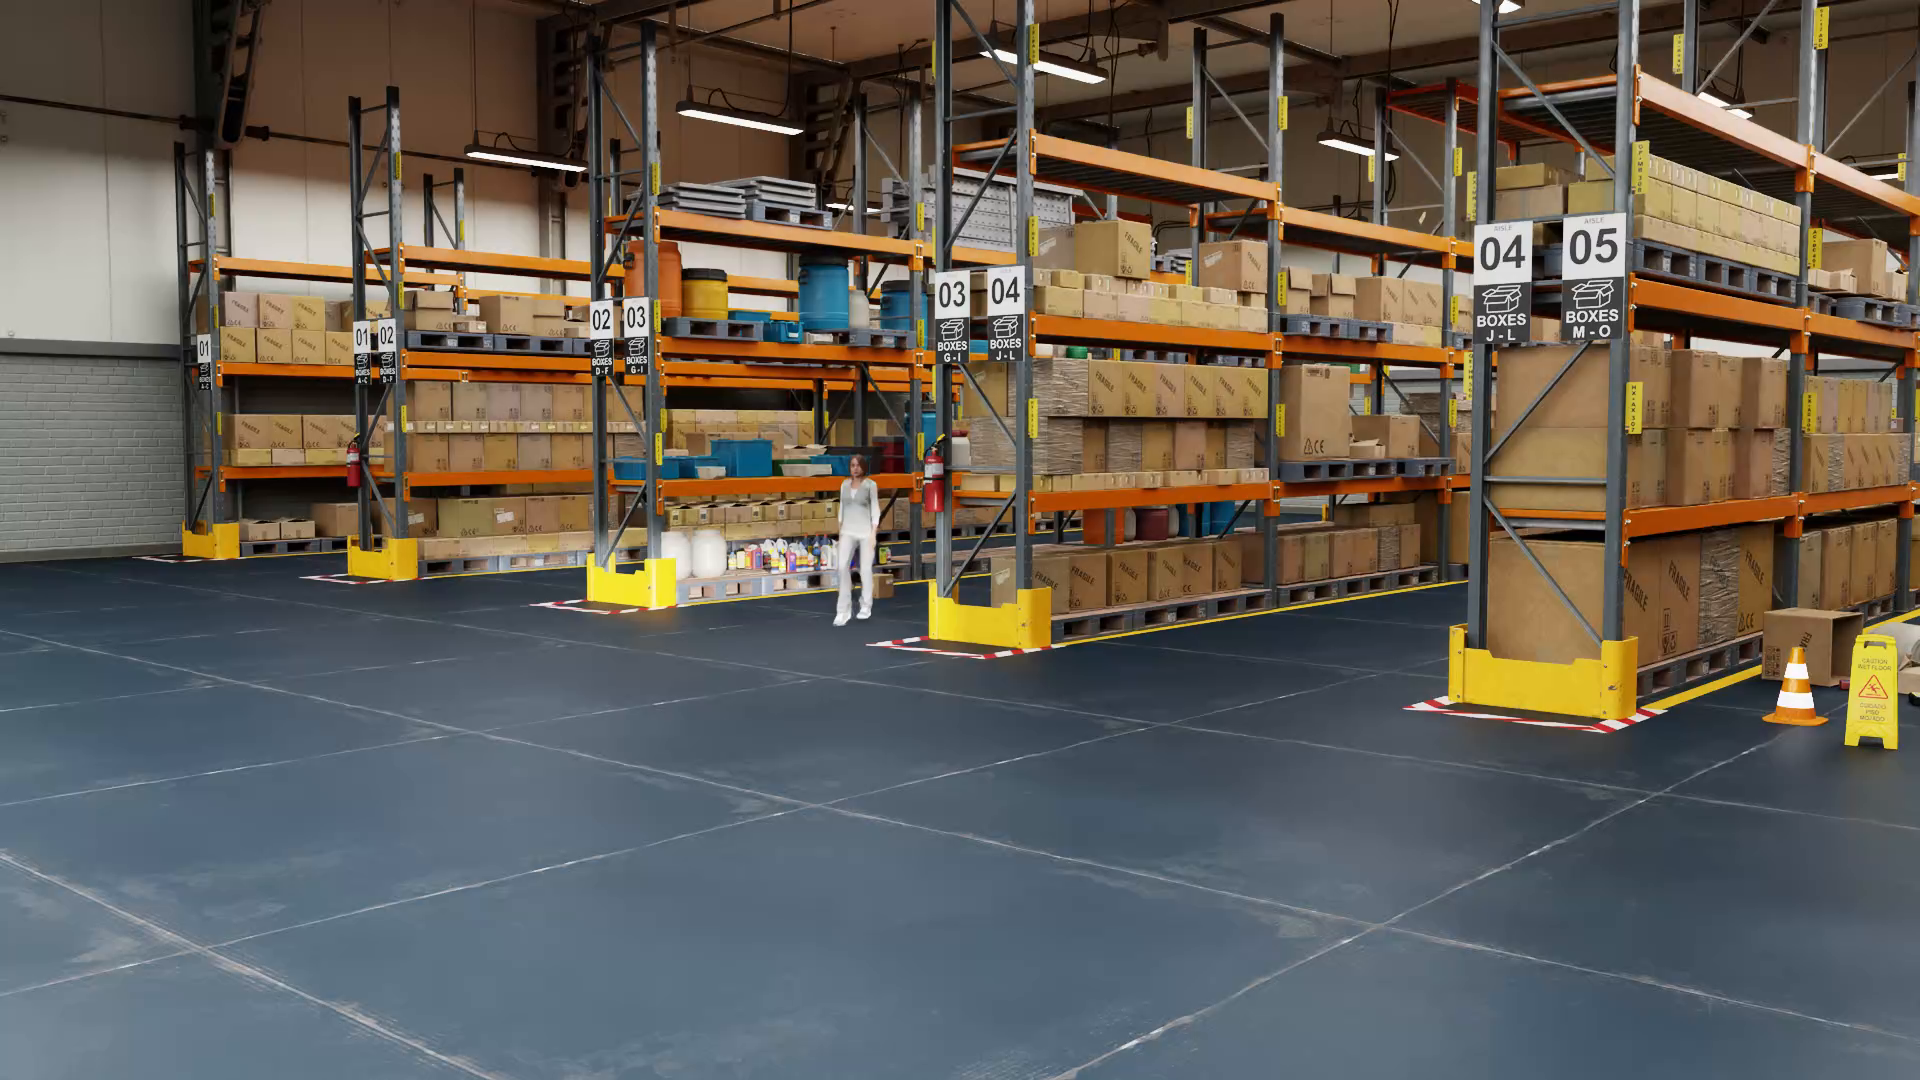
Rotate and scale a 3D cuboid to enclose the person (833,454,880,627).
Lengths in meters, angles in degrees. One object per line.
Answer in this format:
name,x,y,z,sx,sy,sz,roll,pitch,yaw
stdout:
person,-0.973,0.002,15.776,0.454,1.636,0.643,1,4,12
